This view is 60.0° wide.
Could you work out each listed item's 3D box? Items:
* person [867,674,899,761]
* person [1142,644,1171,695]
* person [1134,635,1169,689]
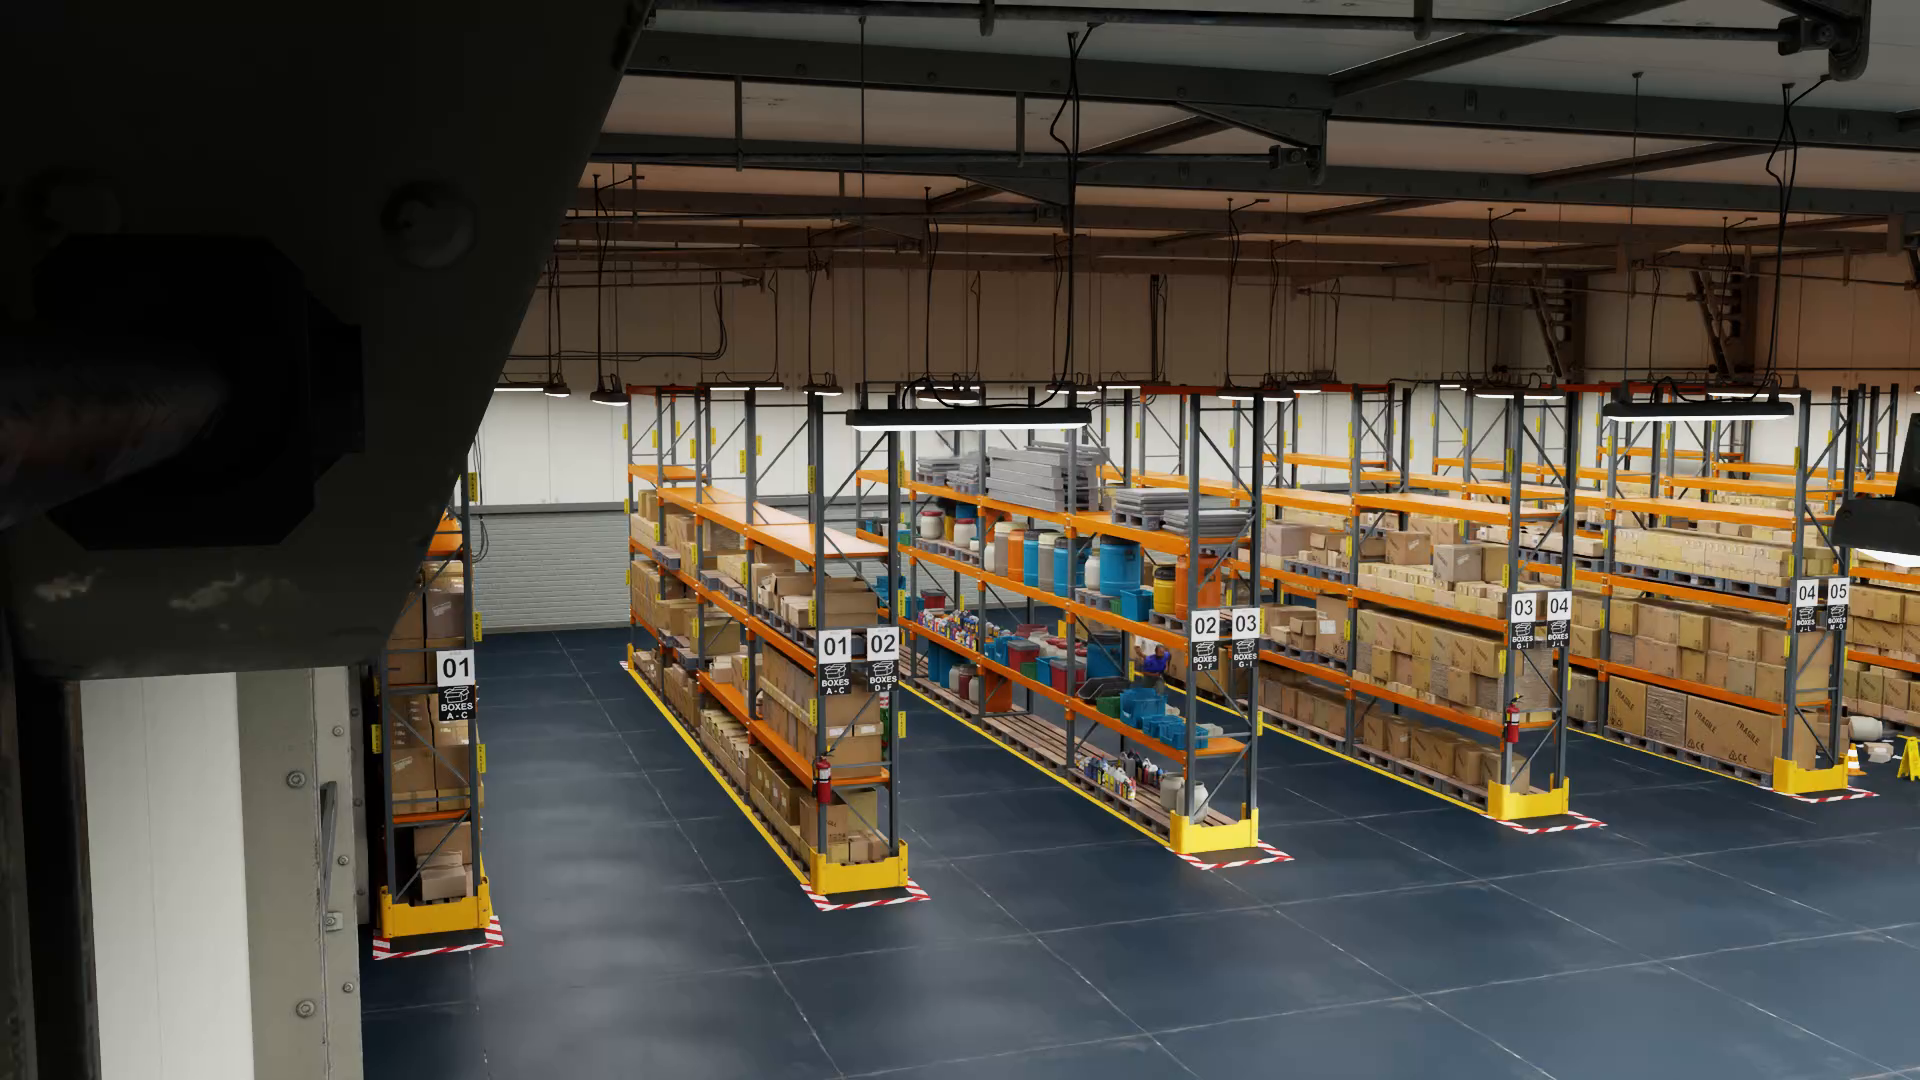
[{"bbox_3d":[-1.265,2.703,26.848,0.661,1.736,0.596,-3,7,-25],"label":"person"},{"bbox_3d":[3.445,2.566,29.371,0.611,1.546,0.947,-2,6,-15],"label":"person"},{"bbox_3d":[3.611,2.255,31.245,0.714,1.730,0.661,-1,6,-12],"label":"person"}]
